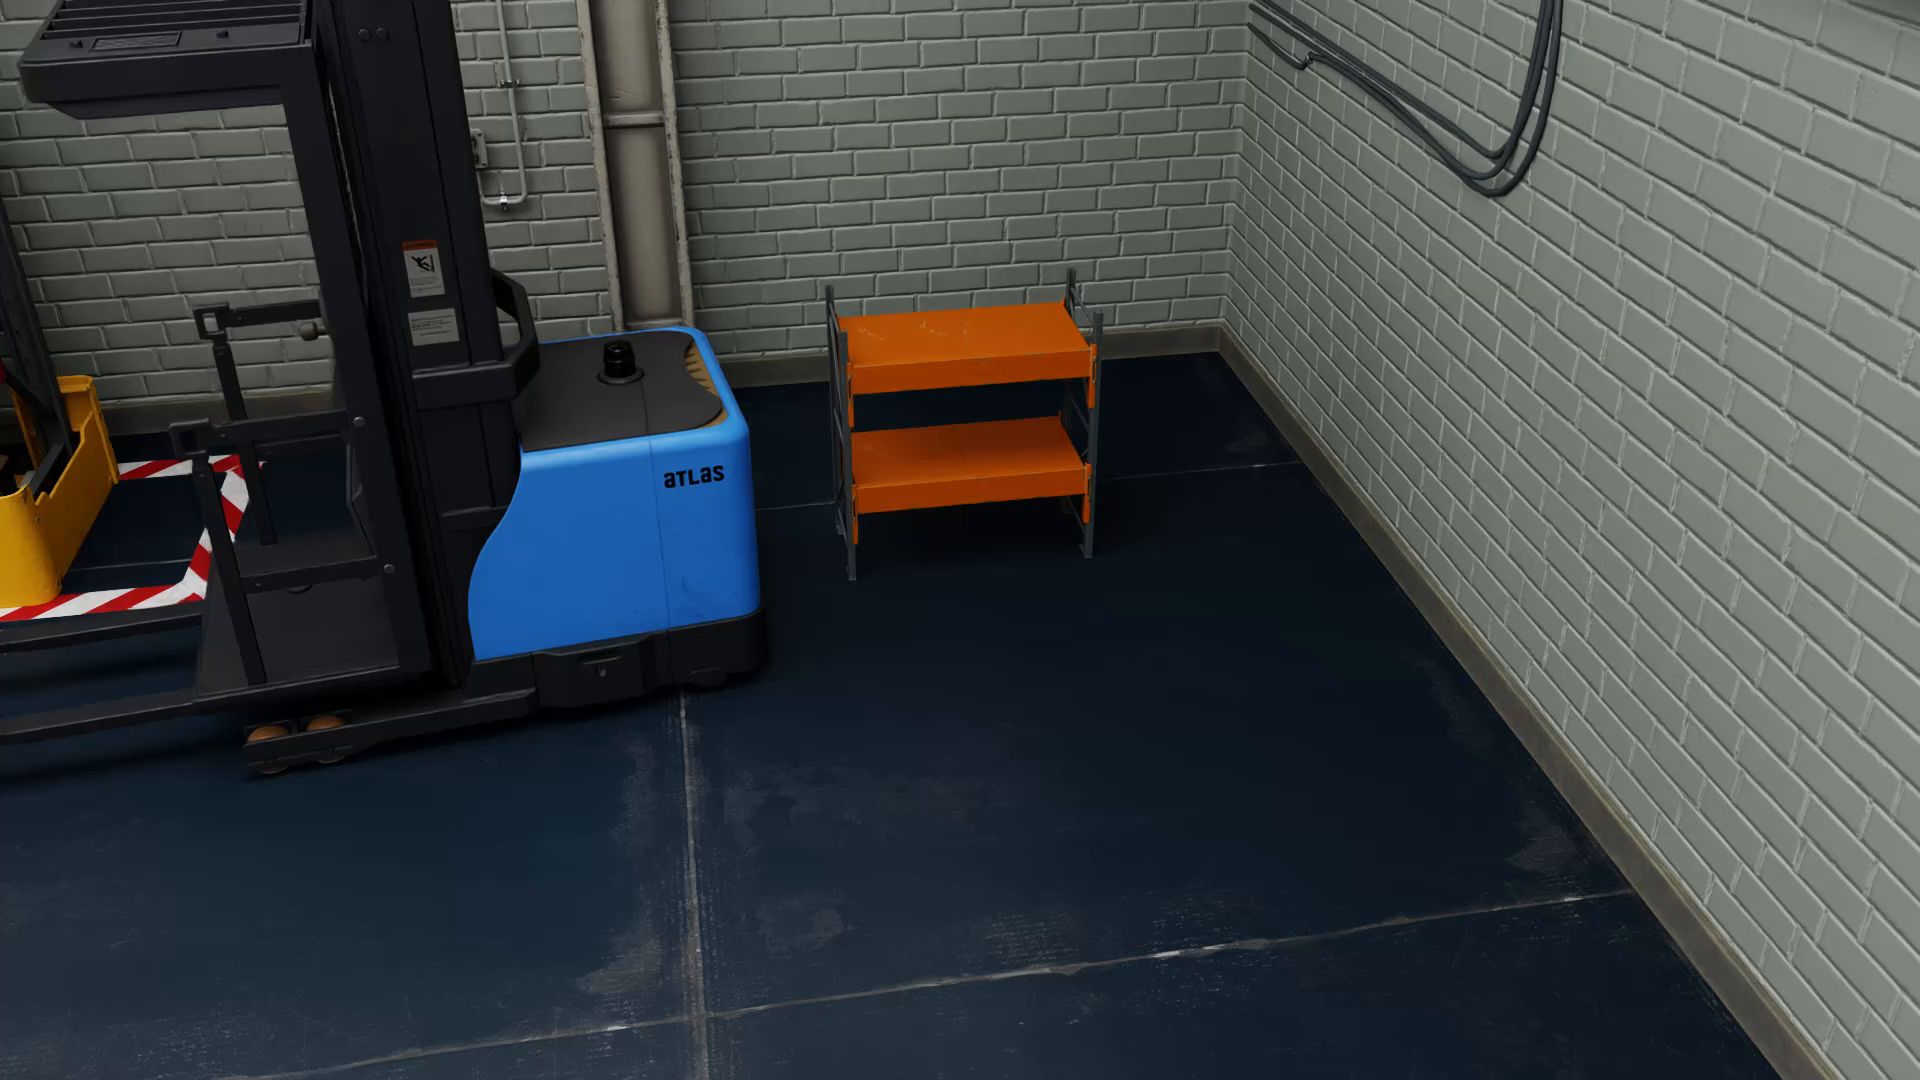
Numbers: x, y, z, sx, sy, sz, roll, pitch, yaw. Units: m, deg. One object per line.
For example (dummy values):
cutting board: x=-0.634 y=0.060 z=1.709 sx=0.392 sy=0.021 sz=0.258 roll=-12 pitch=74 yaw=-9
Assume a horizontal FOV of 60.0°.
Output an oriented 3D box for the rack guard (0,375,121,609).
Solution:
rack guard: x=-3.984 y=-0.230 z=7.148 sx=0.348 sy=0.500 sz=1.175 roll=-5 pitch=31 yaw=-9

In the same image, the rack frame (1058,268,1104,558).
rack frame: x=0.507 y=-0.532 z=7.045 sx=0.032 sy=1.125 sz=0.500 roll=-5 pitch=31 yaw=-9

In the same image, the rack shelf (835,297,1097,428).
rack shelf: x=0.007 y=-0.738 z=6.818 sx=1.000 sy=0.278 sz=0.538 roll=-5 pitch=31 yaw=-9

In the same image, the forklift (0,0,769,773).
forklift: x=-2.307 y=-0.743 z=5.622 sx=3.031 sy=2.935 sz=1.130 roll=-9 pitch=32 yaw=-15

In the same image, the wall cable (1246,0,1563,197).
wall cable: x=1.620 y=-2.891 z=6.352 sx=0.112 sy=2.526 sz=3.097 roll=-5 pitch=31 yaw=-9

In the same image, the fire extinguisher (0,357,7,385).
fire extinguisher: x=-3.776 y=-0.895 z=6.257 sx=0.183 sy=0.674 sz=0.296 roll=-5 pitch=31 yaw=-9

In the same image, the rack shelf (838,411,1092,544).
rack shelf: x=0.007 y=-0.275 z=7.090 sx=1.000 sy=0.278 sz=0.538 roll=-5 pitch=31 yaw=-9

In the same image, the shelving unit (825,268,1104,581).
shelving unit: x=0.007 y=-0.486 z=6.966 sx=1.048 sy=1.125 sz=0.538 roll=-5 pitch=31 yaw=-9

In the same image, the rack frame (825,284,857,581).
rack frame: x=-0.493 y=-0.439 z=6.887 sx=0.032 sy=1.125 sz=0.500 roll=-5 pitch=31 yaw=-9

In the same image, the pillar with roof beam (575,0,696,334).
pillar with roof beam: x=-0.732 y=-2.423 z=2.493 sx=0.400 sy=9.000 sz=9.100 roll=-5 pitch=31 yaw=-9

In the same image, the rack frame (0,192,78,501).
rack frame: x=-4.008 y=-1.305 z=6.511 sx=0.127 sy=3.000 sz=1.000 roll=-5 pitch=31 yaw=-9

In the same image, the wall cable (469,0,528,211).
wall cable: x=-2.918 y=-2.332 z=7.254 sx=1.851 sy=1.984 sz=0.084 roll=-5 pitch=31 yaw=-9

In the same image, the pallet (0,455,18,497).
pallet: x=-4.780 y=0.009 z=7.027 sx=1.213 sy=0.211 sz=1.003 roll=-5 pitch=31 yaw=-9
